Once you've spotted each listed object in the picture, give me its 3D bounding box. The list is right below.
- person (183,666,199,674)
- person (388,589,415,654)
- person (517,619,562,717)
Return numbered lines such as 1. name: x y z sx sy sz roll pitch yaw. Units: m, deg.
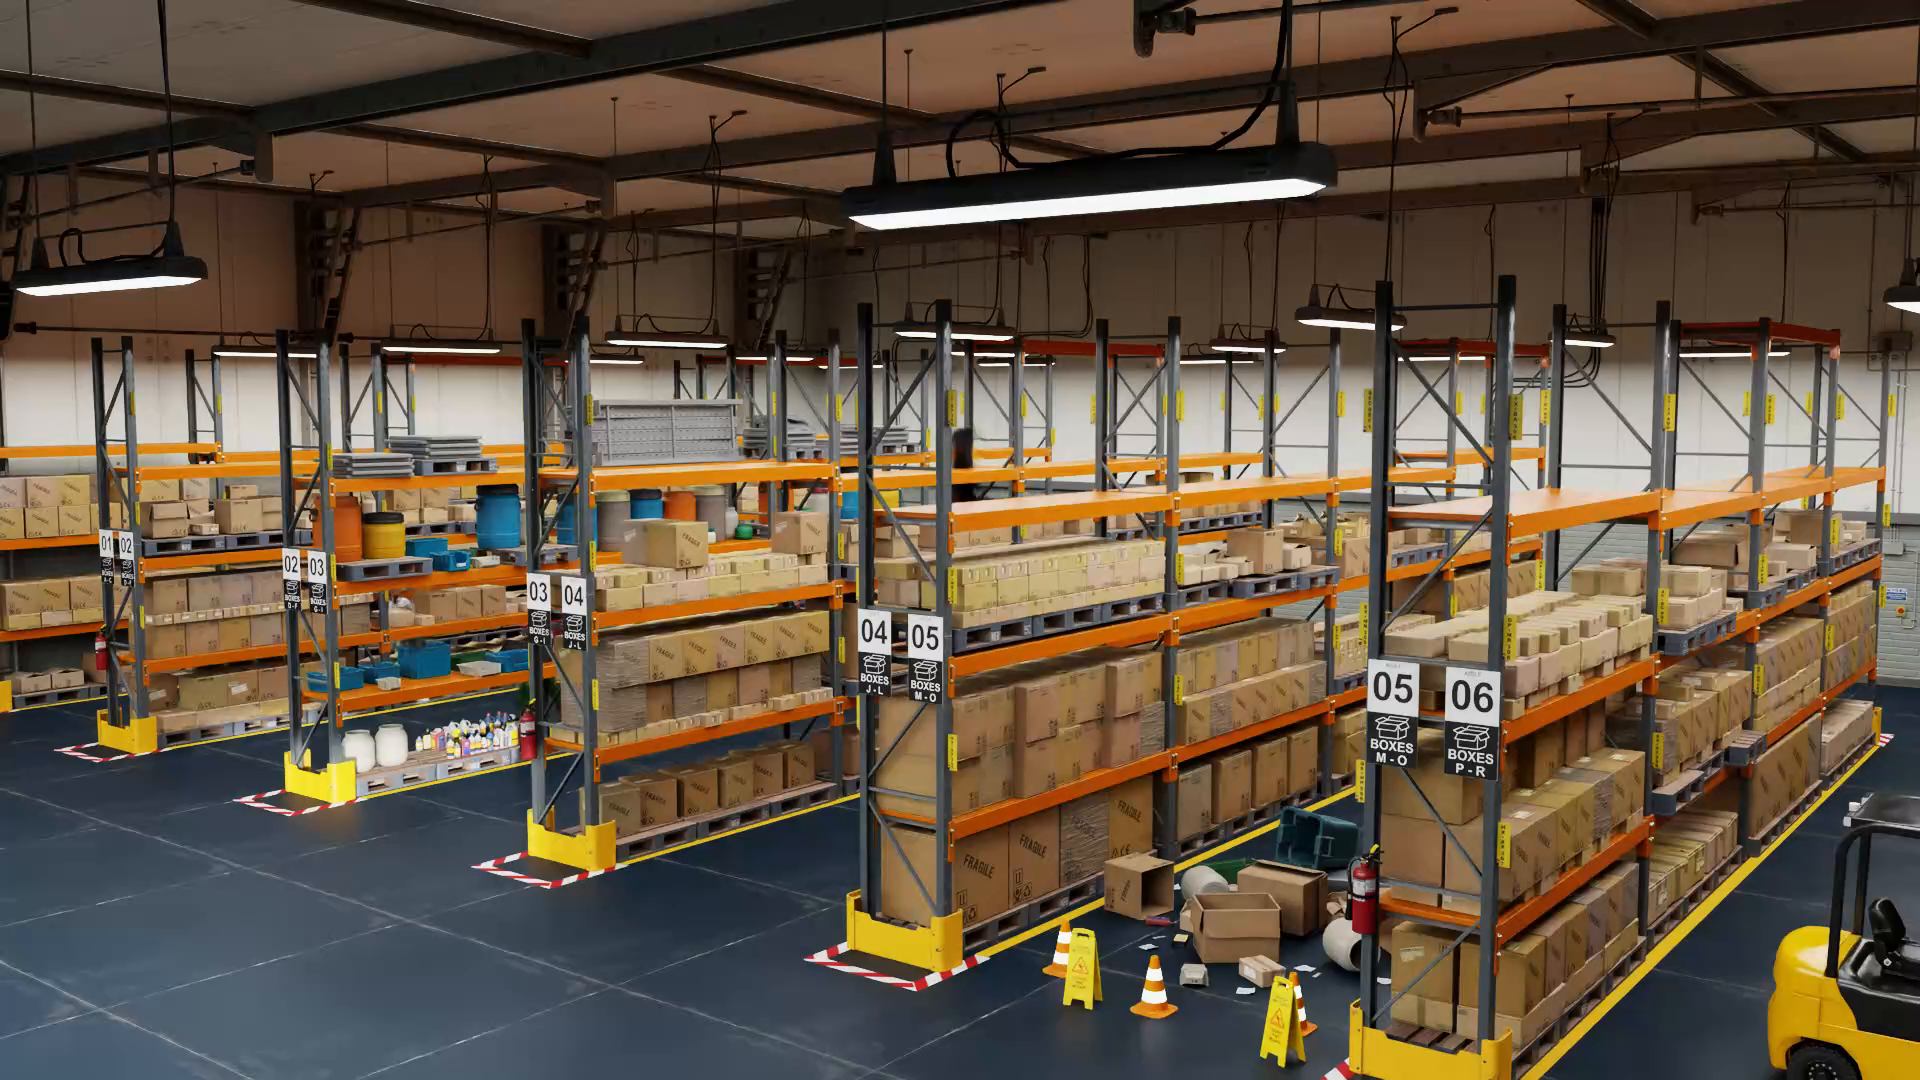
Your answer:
1. person: -12.483 2.010 27.189 0.577 1.606 0.701 1 5 16
2. person: -10.408 1.624 30.994 0.658 1.699 0.632 2 5 23
3. person: -6.500 2.053 25.842 0.697 1.733 0.852 2 5 18
